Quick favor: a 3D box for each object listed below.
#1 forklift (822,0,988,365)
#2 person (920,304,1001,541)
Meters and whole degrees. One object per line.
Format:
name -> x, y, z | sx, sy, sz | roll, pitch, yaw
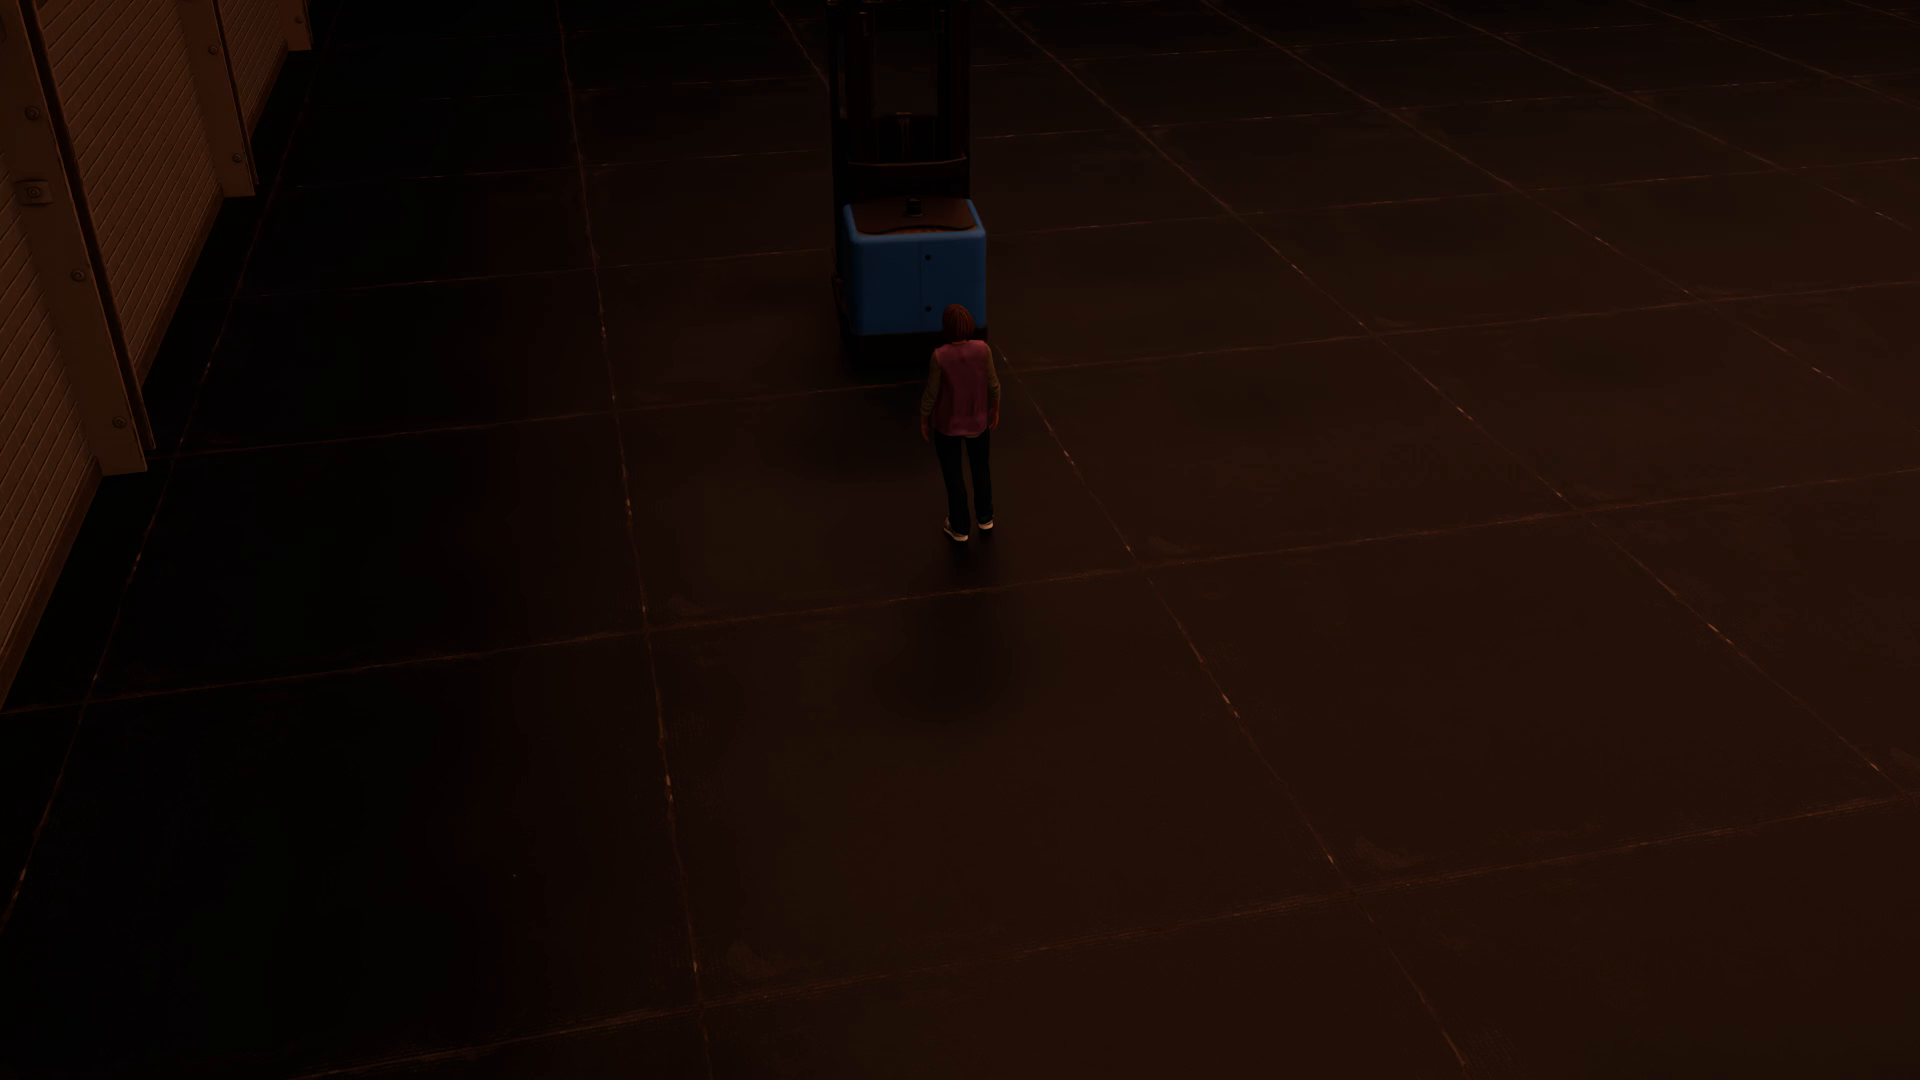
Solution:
forklift -> -0.502, -3.321, 13.311 | 1.130, 2.935, 3.031 | -4, 30, -7
person -> -0.004, -0.696, 10.185 | 0.520, 1.506, 0.473 | -7, 31, -12
